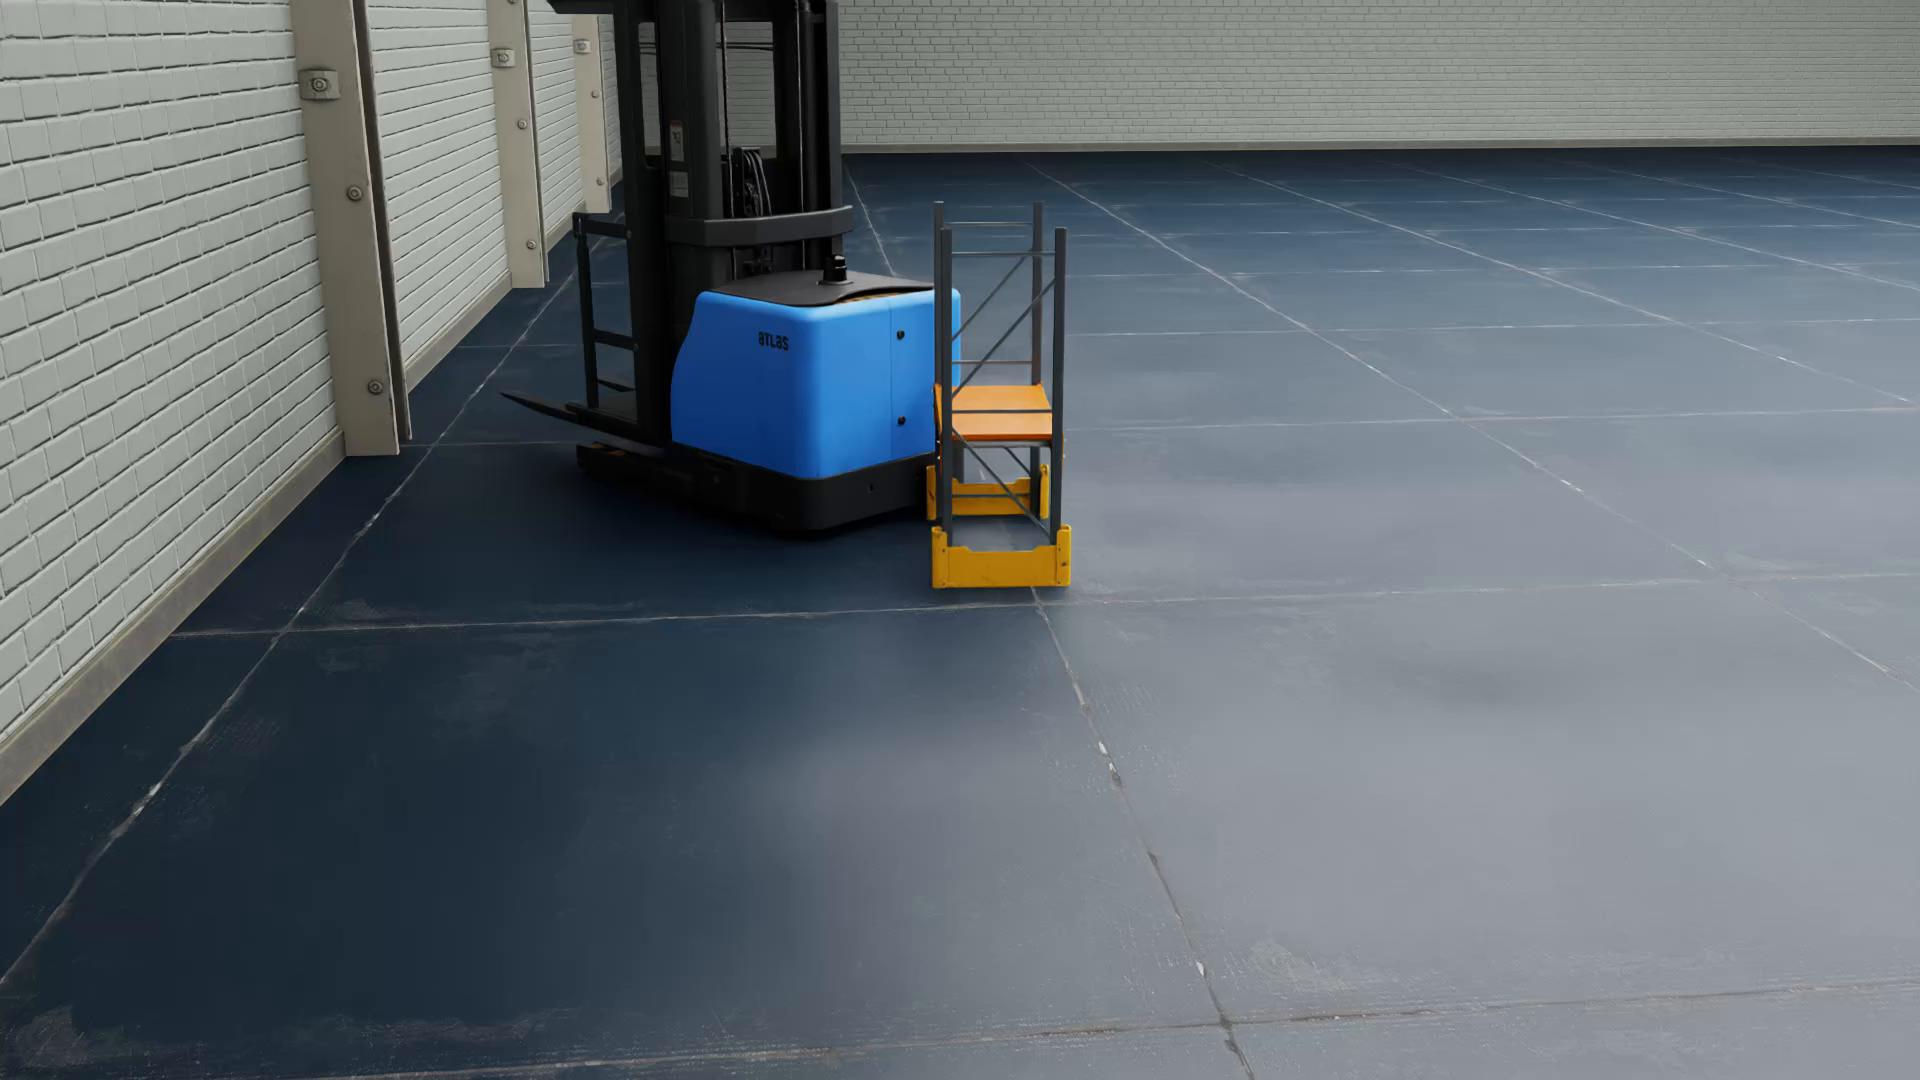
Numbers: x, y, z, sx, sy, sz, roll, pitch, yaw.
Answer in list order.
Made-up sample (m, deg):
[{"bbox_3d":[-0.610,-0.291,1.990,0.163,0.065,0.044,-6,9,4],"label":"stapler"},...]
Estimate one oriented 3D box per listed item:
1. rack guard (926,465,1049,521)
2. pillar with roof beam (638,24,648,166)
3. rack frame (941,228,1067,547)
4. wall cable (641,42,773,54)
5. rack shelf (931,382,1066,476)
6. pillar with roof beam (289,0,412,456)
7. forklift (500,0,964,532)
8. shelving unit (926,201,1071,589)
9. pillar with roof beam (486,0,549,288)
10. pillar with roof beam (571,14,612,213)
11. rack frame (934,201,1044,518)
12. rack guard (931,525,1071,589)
[{"bbox_3d":[0.133,-0.228,7.984,0.587,0.250,0.087,-1,17,-2],"label":"rack guard"},{"bbox_3d":[-0.854,-10.314,25.507,9.100,9.000,0.400,-2,18,-6],"label":"pillar with roof beam"},{"bbox_3d":[0.174,-0.525,6.847,0.500,1.500,0.032,-1,17,-2],"label":"rack frame"},{"bbox_3d":[-4.124,-9.618,28.474,3.097,2.526,0.112,-2,18,-6],"label":"wall cable"},{"bbox_3d":[0.153,-0.506,7.385,0.538,0.185,1.000,-1,17,-2],"label":"rack shelf"},{"bbox_3d":[1.003,-4.951,8.425,9.100,9.000,0.400,-2,18,-6],"label":"pillar with roof beam"},{"bbox_3d":[-1.374,-1.794,8.498,1.130,2.935,3.031,-17,24,-42],"label":"forklift"},{"bbox_3d":[0.153,-0.675,7.323,0.587,1.500,1.083,-1,17,-2],"label":"shelving unit"},{"bbox_3d":[0.384,-6.739,14.119,9.100,9.000,0.400,-2,18,-6],"label":"pillar with roof beam"},{"bbox_3d":[-0.235,-8.526,19.813,9.100,9.000,0.400,-2,18,-6],"label":"pillar with roof beam"},{"bbox_3d":[0.132,-0.830,7.816,0.500,1.500,0.032,-1,17,-2],"label":"rack frame"},{"bbox_3d":[0.174,0.071,7.035,0.587,0.250,0.087,-1,17,-2],"label":"rack guard"}]
